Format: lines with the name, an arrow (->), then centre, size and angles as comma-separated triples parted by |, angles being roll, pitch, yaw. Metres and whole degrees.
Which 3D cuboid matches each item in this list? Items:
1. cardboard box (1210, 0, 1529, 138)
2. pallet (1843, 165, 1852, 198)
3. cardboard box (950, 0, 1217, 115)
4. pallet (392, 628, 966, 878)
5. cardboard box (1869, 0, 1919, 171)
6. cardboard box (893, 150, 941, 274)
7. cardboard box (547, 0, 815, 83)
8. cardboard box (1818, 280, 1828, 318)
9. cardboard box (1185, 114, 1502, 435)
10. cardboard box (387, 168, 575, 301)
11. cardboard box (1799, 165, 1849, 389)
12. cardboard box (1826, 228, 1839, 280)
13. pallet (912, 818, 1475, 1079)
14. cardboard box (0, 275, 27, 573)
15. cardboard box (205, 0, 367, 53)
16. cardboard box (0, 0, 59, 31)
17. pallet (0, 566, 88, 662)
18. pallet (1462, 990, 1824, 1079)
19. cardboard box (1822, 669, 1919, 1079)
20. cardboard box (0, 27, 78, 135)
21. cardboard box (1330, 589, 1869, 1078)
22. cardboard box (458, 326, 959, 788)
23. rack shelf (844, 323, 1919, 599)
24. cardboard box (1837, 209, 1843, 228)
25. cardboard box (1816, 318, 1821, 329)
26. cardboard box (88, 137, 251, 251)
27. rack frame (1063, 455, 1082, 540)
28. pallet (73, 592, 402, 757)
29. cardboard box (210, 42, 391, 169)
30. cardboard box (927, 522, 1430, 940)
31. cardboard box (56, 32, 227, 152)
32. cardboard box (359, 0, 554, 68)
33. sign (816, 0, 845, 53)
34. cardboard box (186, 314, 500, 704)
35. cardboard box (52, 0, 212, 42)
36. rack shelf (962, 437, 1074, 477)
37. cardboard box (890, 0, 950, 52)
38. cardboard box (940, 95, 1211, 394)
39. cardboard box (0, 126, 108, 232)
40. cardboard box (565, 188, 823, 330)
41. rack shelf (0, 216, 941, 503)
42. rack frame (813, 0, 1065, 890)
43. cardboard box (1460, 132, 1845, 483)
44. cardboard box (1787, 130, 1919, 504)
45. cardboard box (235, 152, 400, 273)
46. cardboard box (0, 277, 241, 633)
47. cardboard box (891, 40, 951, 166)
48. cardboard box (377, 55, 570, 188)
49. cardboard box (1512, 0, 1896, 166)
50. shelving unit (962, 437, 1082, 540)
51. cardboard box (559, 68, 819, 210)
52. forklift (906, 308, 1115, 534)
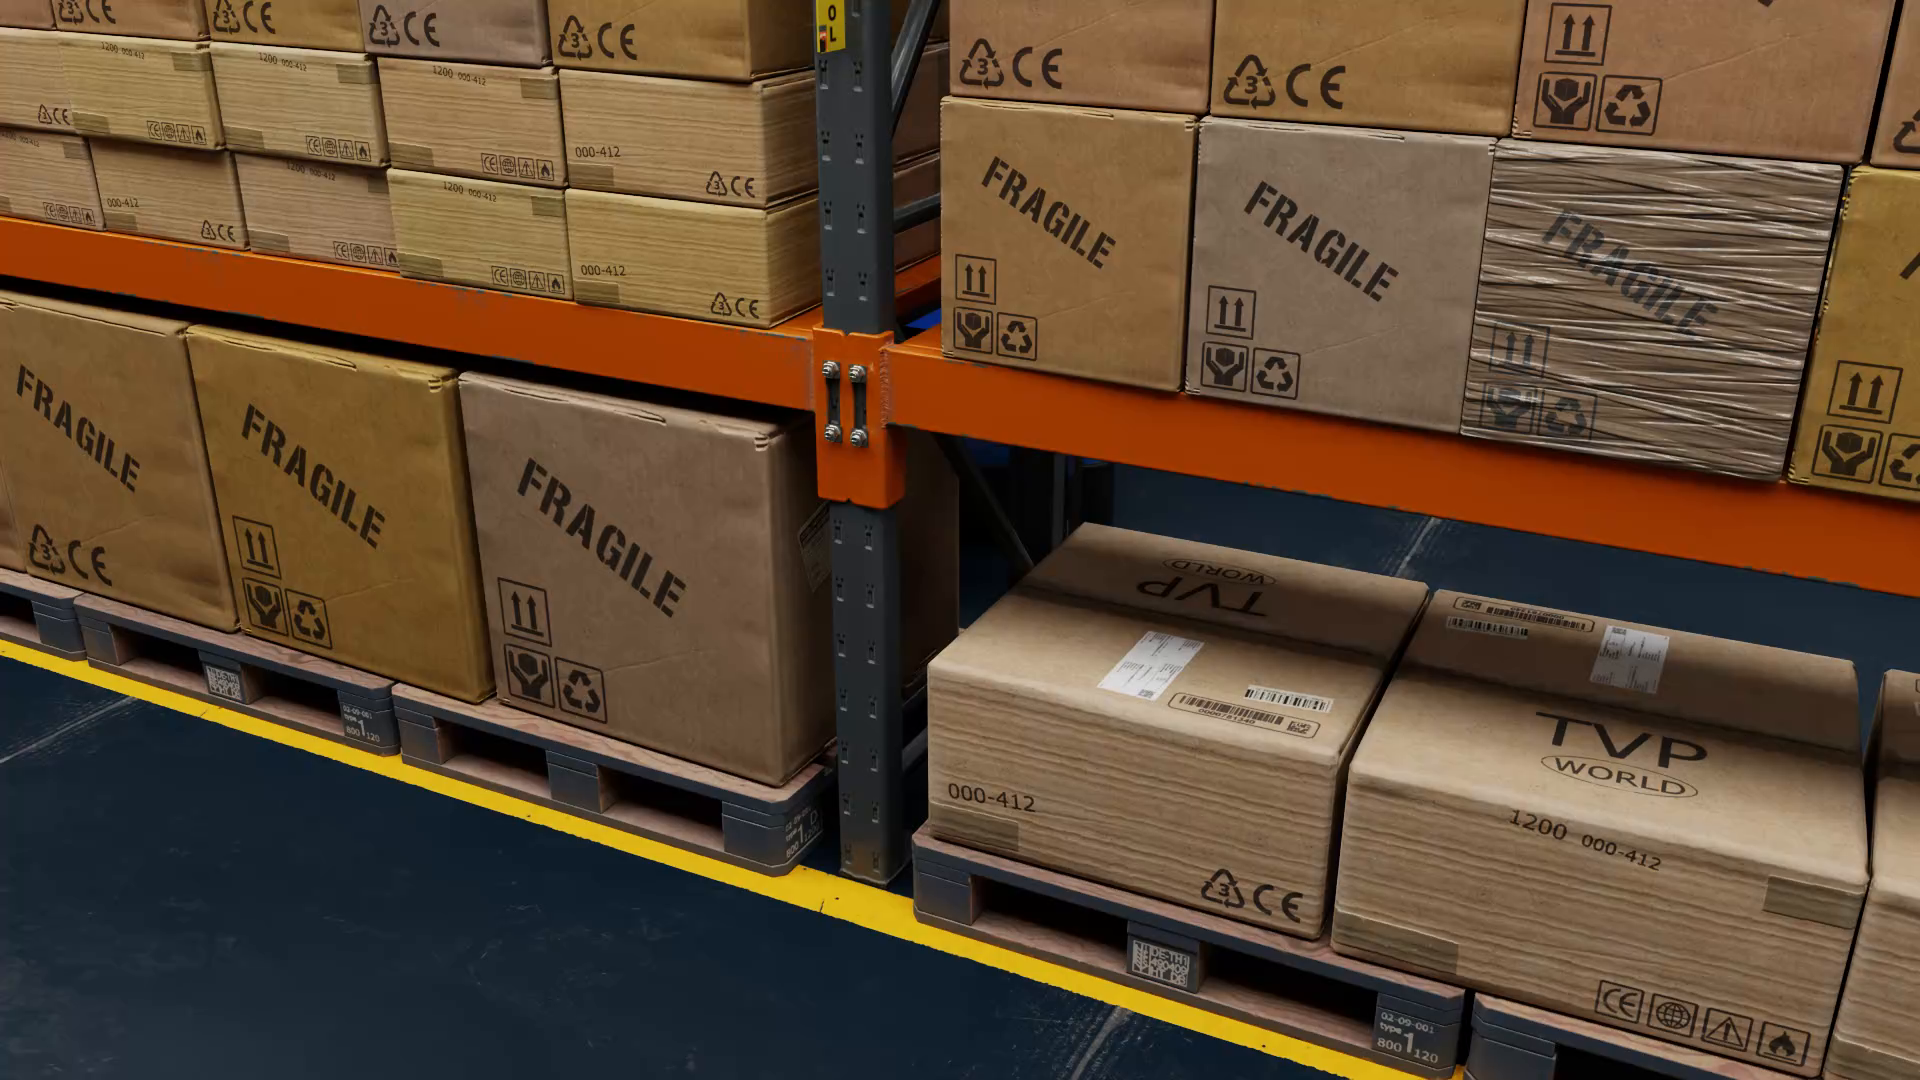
cardboard box -> 0.762, -1.003, 2.869 | 0.500, 0.500, 0.500 | 11, 25, 24
pallet -> 6.206, -2.558, 11.495 | 1.213, 0.211, 1.003 | 11, 25, 25
cardboard box -> 0.315, -1.094, 3.084 | 0.500, 0.500, 0.500 | 11, 26, 25
pallet -> -0.724, 0.417, 4.500 | 1.213, 0.211, 1.003 | 11, 25, 25
cardboard box -> 1.663, -0.818, 2.436 | 0.500, 0.500, 0.500 | 11, 25, 24
cardboard box -> -0.275, -0.857, 4.125 | 0.500, 0.250, 0.500 | 11, 25, 23
cardboard box -> -0.513, -1.254, 3.460 | 0.500, 0.500, 0.500 | 12, 26, 26
cardboard box -> 3.701, -1.077, 7.176 | 0.250, 0.149, 0.380 | 11, 26, 25
cardboard box -> 0.747, -0.538, 3.054 | 0.500, 0.500, 0.500 | 11, 26, 25
cardboard box -> -0.969, -0.769, 3.917 | 0.500, 0.250, 0.500 | 11, 25, 24
cardboard box -> 1.445, -0.637, 3.288 | 0.500, 0.500, 0.500 | 11, 25, 24
cardboard box -> 3.739, -1.240, 7.179 | 0.250, 0.149, 0.380 | 11, 26, 25
pallet -> 0.642, 0.688, 3.862 | 1.213, 0.211, 1.003 | 11, 25, 25
cardboard box -> -2.992, -0.527, 5.335 | 0.875, 0.875, 0.875 | 11, 25, 24
cardboard box -> -1.422, -1.439, 3.895 | 0.500, 0.500, 0.500 | 12, 26, 26
cardboard box -> -2.339, -1.615, 4.310 | 0.500, 0.500, 0.500 | 12, 26, 26
pallet -> -2.901, -0.014, 5.513 | 1.213, 0.211, 1.003 | 11, 25, 25
pallet -> 1.735, 0.903, 3.356 | 1.213, 0.211, 1.003 | 11, 25, 25
cardboard box -> 2.114, 0.695, 3.019 | 0.875, 0.438, 0.875 | 12, 26, 26
cardboard box -> -2.330, -1.264, 4.442 | 0.500, 0.250, 0.500 | 11, 25, 24
cardboard box -> 1.310, 0.536, 3.395 | 0.875, 0.438, 0.875 | 10, 25, 23
cardboard box -> -0.591, -0.053, 4.221 | 0.875, 0.875, 0.875 | 12, 26, 26
rack shelf -> 1.784, -0.072, 3.006 | 4.000, 0.370, 1.077 | 11, 25, 25
cardboard box -> 3.947, -1.400, 7.554 | 0.250, 0.149, 0.380 | 11, 26, 25
cardboard box -> 3.767, -0.973, 7.312 | 0.250, 0.149, 0.380 | 12, 26, 26
cardboard box -> -1.874, -0.954, 4.353 | 0.500, 0.250, 0.500 | 11, 25, 25
rack frame -> 0.354, -0.544, 5.090 | 0.032, 1.500, 0.500 | 1, 25, 1
pallet -> -1.817, 0.202, 5.006 | 1.213, 0.211, 1.003 | 11, 25, 25
cardboard box -> -1.419, -1.085, 4.022 | 0.500, 0.250, 0.500 | 12, 26, 26
cardboard box -> 0.511, 0.378, 3.766 | 0.875, 0.438, 0.875 | 11, 25, 24
cardboard box -> -1.883, -1.170, 4.221 | 0.500, 0.250, 0.500 | 12, 26, 25
cardboard box -> -0.978, -1.343, 3.669 | 0.500, 0.500, 0.500 | 12, 26, 26
sign -> -0.237, -1.062, 3.035 | 0.005, 0.325, 0.100 | 11, 25, 25
cardboard box -> -1.400, -0.210, 4.590 | 0.875, 0.875, 0.875 | 12, 26, 26
cardboard box -> -1.890, -1.525, 4.098 | 0.500, 0.500, 0.500 | 12, 26, 25
rack shelf -> -0.154, -0.386, 5.177 | 1.000, 0.185, 0.538 | 1, 25, 1
cardboard box -> -0.264, -1.441, 3.899 | 0.500, 0.500, 0.500 | 12, 26, 25
cardboard box -> 0.300, -0.628, 3.266 | 0.500, 0.500, 0.500 | 12, 26, 26
cardboard box -> -2.316, -1.040, 4.555 | 0.500, 0.250, 0.500 | 12, 26, 26
cardboard box -> -0.515, -0.679, 3.705 | 0.500, 0.250, 0.500 | 11, 25, 23
rack shelf -> -1.786, -0.779, 4.667 | 4.000, 0.370, 1.077 | 11, 25, 25
rack frame -> -0.001, -0.756, 3.696 | 0.127, 3.000, 1.000 | 11, 25, 25
cardboard box -> 1.188, -0.448, 2.842 | 0.500, 0.500, 0.500 | 11, 26, 25
cardboard box -> 1.647, -0.357, 2.628 | 0.500, 0.500, 0.500 | 12, 26, 26
cardboard box -> -1.411, -0.865, 4.142 | 0.500, 0.250, 0.500 | 10, 25, 23
cardboard box -> -2.198, -0.368, 4.962 | 0.875, 0.875, 0.875 | 12, 26, 25
cardboard box -> -0.267, -1.094, 4.042 | 0.500, 0.250, 0.500 | 10, 25, 23
cardboard box -> -0.954, -0.996, 3.812 | 0.500, 0.250, 0.500 | 12, 26, 26
cardboard box -> 1.215, -0.908, 2.647 | 0.500, 0.500, 0.500 | 12, 26, 26
shelving unit -> -0.154, -0.549, 5.101 | 1.048, 1.500, 0.538 | 1, 25, 1
cardboard box -> -0.504, -0.910, 3.611 | 0.500, 0.250, 0.500 | 11, 25, 24
forklift -> -0.035, -1.895, 6.461 | 1.130, 2.935, 3.031 | -1, 23, -1
